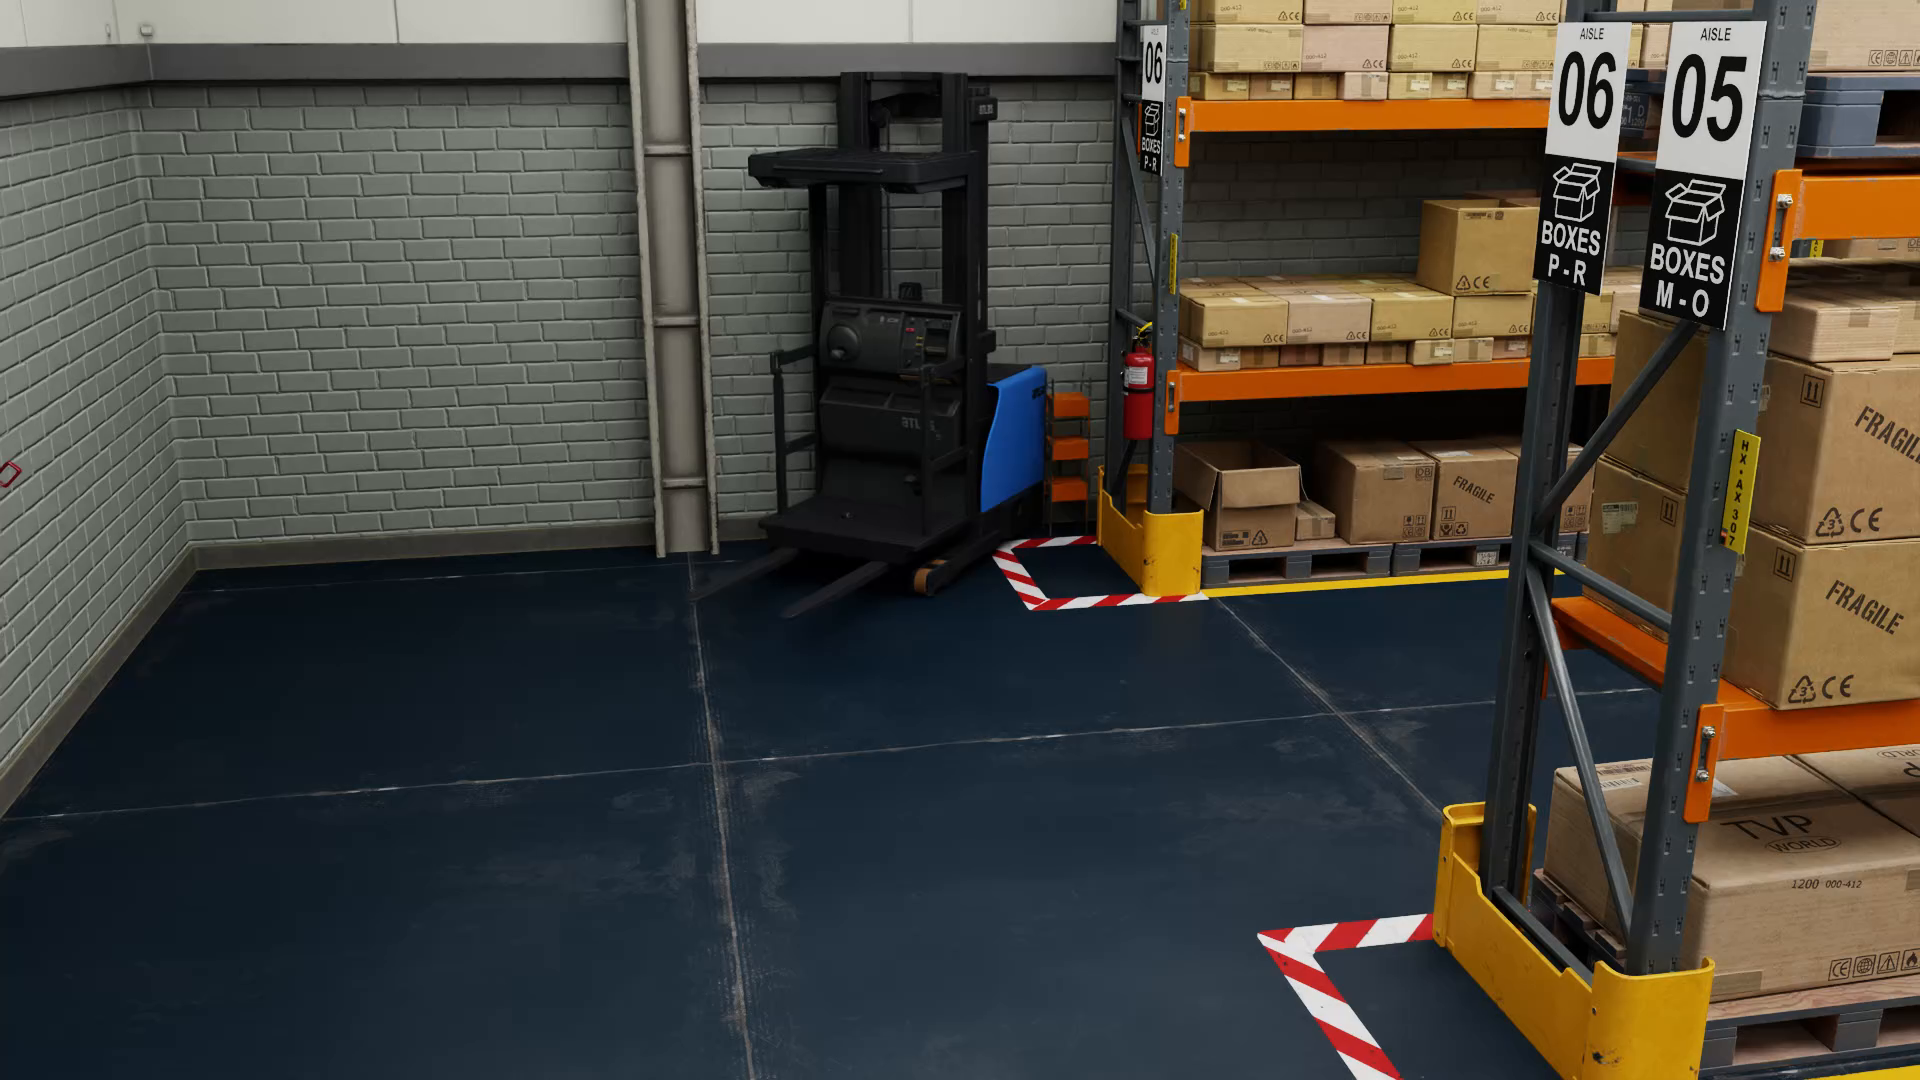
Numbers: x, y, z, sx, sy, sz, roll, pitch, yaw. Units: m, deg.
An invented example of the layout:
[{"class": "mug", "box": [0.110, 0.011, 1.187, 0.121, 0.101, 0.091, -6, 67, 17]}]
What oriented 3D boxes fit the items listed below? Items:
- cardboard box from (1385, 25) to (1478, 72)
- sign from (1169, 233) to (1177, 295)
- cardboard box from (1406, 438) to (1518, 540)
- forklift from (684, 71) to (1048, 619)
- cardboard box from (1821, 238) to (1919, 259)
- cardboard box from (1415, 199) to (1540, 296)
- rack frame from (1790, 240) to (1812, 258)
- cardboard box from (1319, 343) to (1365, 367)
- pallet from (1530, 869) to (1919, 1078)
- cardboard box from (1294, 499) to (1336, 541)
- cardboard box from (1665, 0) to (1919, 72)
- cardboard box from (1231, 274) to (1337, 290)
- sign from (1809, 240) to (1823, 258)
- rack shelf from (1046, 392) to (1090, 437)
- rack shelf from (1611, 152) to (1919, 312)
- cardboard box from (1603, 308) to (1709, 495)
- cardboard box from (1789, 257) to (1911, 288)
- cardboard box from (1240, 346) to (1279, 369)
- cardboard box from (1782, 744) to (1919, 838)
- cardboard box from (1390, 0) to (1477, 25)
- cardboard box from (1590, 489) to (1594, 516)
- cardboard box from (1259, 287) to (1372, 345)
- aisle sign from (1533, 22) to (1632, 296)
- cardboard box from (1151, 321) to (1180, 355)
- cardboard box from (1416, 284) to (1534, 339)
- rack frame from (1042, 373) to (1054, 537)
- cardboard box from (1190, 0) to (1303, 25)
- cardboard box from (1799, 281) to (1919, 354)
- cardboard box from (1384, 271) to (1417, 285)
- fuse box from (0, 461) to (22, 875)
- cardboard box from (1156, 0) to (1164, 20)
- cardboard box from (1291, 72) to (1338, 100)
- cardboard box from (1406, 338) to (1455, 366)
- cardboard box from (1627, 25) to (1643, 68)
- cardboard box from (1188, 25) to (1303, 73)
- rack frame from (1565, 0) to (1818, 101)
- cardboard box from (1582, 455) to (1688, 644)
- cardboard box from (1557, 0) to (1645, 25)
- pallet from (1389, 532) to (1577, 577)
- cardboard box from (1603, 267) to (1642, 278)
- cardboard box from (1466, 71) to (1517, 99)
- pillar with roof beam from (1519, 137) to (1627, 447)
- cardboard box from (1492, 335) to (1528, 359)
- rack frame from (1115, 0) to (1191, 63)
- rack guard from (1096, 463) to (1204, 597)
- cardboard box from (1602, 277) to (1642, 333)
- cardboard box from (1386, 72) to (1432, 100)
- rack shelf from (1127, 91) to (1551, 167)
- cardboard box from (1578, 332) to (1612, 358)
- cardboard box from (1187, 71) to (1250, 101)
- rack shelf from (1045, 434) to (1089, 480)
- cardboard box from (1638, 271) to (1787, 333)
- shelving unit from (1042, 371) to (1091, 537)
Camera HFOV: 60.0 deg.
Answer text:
[{"class": "cardboard box", "box": [2.562, -2.779, 9.391, 0.500, 0.250, 0.500, -4, 17, -12]}, {"class": "sign", "box": [1.178, -1.527, 9.201, 0.005, 0.325, 0.100, -3, 17, -10]}, {"class": "cardboard box", "box": [3.078, -0.319, 10.285, 0.500, 0.500, 0.500, -3, 17, -9]}, {"class": "forklift", "box": [-0.518, -1.219, 9.790, 1.130, 2.935, 3.031, 8, 19, 26]}, {"class": "cardboard box", "box": [5.519, -1.704, 10.364, 0.500, 0.500, 0.700, -3, 17, -9]}, {"class": "cardboard box", "box": [3.044, -1.730, 9.807, 0.500, 0.500, 0.500, -3, 17, -9]}, {"class": "rack frame", "box": [5.002, -1.493, 10.562, 0.127, 3.000, 1.000, -3, 17, -10]}, {"class": "cardboard box", "box": [2.201, -1.137, 9.834, 0.250, 0.149, 0.380, -3, 17, -9]}, {"class": "pallet", "box": [2.790, 1.427, 5.807, 1.213, 0.211, 1.003, -3, 17, -10]}, {"class": "cardboard box", "box": [2.117, -0.127, 10.256, 0.250, 0.149, 0.380, -4, 18, -13]}, {"class": "cardboard box", "box": [2.444, -1.501, 4.850, 0.500, 0.250, 0.500, -5, 18, -16]}, {"class": "cardboard box", "box": [1.982, -1.471, 10.240, 0.500, 0.250, 0.500, -3, 17, -10]}, {"class": "sign", "box": [5.112, -1.750, 9.927, 0.005, 0.325, 0.100, -3, 17, -10]}, {"class": "rack shelf", "box": [0.694, -0.819, 10.757, 0.240, 0.259, 0.215, -4, 18, -11]}, {"class": "rack shelf", "box": [3.983, -1.040, 5.207, 4.000, 0.370, 1.077, -3, 17, -10]}, {"class": "cardboard box", "box": [2.448, -0.460, 5.328, 0.500, 0.500, 0.500, -3, 17, -9]}, {"class": "cardboard box", "box": [2.816, -0.812, 5.370, 0.250, 0.149, 0.380, -3, 17, -11]}, {"class": "cardboard box", "box": [1.690, -1.116, 9.766, 0.250, 0.149, 0.380, -3, 17, -9]}, {"class": "cardboard box", "box": [3.546, 1.066, 5.881, 0.875, 0.438, 0.875, -3, 17, -9]}, {"class": "cardboard box", "box": [2.551, -3.020, 9.325, 0.500, 0.250, 0.500, -4, 17, -11]}, {"class": "cardboard box", "box": [4.160, -0.251, 10.461, 0.258, 0.266, 0.396, -3, 17, -8]}, {"class": "cardboard box", "box": [2.066, -1.316, 9.736, 0.500, 0.250, 0.500, -3, 17, -10]}, {"class": "aisle sign", "box": [1.890, -1.167, 5.075, 0.004, 0.787, 0.394, -3, 17, -10]}, {"class": "cardboard box", "box": [1.349, -1.246, 10.186, 0.250, 0.149, 0.380, -3, 17, -11]}, {"class": "cardboard box", "box": [3.061, -1.380, 9.944, 0.500, 0.250, 0.500, -4, 17, -12]}, {"class": "rack frame", "box": [0.574, -0.552, 10.816, 0.008, 1.050, 0.200, -4, 18, -11]}, {"class": "cardboard box", "box": [1.558, -2.965, 9.146, 0.500, 0.250, 0.500, -3, 17, -11]}, {"class": "cardboard box", "box": [2.665, -0.650, 4.841, 0.250, 0.149, 0.380, -3, 17, -9]}, {"class": "cardboard box", "box": [2.983, -1.526, 10.420, 0.500, 0.250, 0.500, -3, 17, -11]}, {"class": "fuse box", "box": [-3.767, 0.484, 6.322, 0.414, 1.711, 0.539, -3, 17, -10]}, {"class": "cardboard box", "box": [1.458, -3.118, 9.644, 0.500, 0.250, 0.500, -4, 17, -12]}, {"class": "cardboard box", "box": [1.939, -2.566, 9.376, 0.250, 0.149, 0.380, -3, 17, -10]}, {"class": "cardboard box", "box": [2.724, -1.146, 9.863, 0.250, 0.149, 0.380, -4, 17, -12]}, {"class": "cardboard box", "box": [3.562, -2.841, 9.592, 0.500, 0.250, 0.500, -3, 17, -9]}, {"class": "cardboard box", "box": [1.562, -2.720, 9.199, 0.500, 0.250, 0.500, -3, 17, -11]}, {"class": "rack frame", "box": [2.020, -2.707, 4.298, 0.127, 3.000, 1.000, -3, 17, -10]}, {"class": "cardboard box", "box": [2.443, 0.010, 5.500, 0.500, 0.500, 0.500, -3, 17, -10]}, {"class": "cardboard box", "box": [3.556, -3.082, 9.525, 0.500, 0.250, 0.500, -3, 17, -9]}, {"class": "pallet", "box": [3.127, -0.053, 10.624, 1.213, 0.211, 1.003, -3, 17, -10]}, {"class": "cardboard box", "box": [3.973, -1.583, 10.607, 0.500, 0.250, 0.500, -3, 17, -11]}, {"class": "cardboard box", "box": [2.955, -2.592, 9.460, 0.250, 0.149, 0.380, -3, 17, -10]}, {"class": "pillar with roof beam", "box": [4.964, -3.340, 6.361, 0.400, 9.000, 9.100, -3, 17, -10]}, {"class": "cardboard box", "box": [3.218, -1.201, 10.041, 0.250, 0.149, 0.380, -3, 17, -11]}, {"class": "rack frame", "box": [1.074, -4.138, 8.956, 0.127, 3.000, 1.000, -3, 17, -10]}, {"class": "rack guard", "box": [1.149, -0.079, 10.218, 0.348, 0.500, 1.175, -3, 17, -10]}, {"class": "cardboard box", "box": [4.059, -1.432, 10.115, 0.500, 0.250, 0.500, -3, 17, -10]}, {"class": "cardboard box", "box": [2.459, -2.567, 9.379, 0.250, 0.149, 0.380, -3, 17, -11]}, {"class": "rack shelf", "box": [3.038, -2.471, 9.865, 4.000, 0.370, 1.077, -3, 17, -10]}, {"class": "cardboard box", "box": [3.726, -1.211, 10.072, 0.250, 0.149, 0.380, -4, 17, -11]}, {"class": "cardboard box", "box": [1.432, -2.534, 9.273, 0.250, 0.149, 0.380, -3, 17, -9]}, {"class": "rack shelf", "box": [0.693, -0.549, 10.843, 0.240, 0.259, 0.215, -4, 18, -11]}, {"class": "cardboard box", "box": [2.334, -0.753, 5.175, 0.250, 0.149, 0.380, -3, 17, -10]}, {"class": "shelving unit", "box": [0.693, -0.559, 10.840, 0.252, 1.050, 0.215, -4, 18, -11]}]
